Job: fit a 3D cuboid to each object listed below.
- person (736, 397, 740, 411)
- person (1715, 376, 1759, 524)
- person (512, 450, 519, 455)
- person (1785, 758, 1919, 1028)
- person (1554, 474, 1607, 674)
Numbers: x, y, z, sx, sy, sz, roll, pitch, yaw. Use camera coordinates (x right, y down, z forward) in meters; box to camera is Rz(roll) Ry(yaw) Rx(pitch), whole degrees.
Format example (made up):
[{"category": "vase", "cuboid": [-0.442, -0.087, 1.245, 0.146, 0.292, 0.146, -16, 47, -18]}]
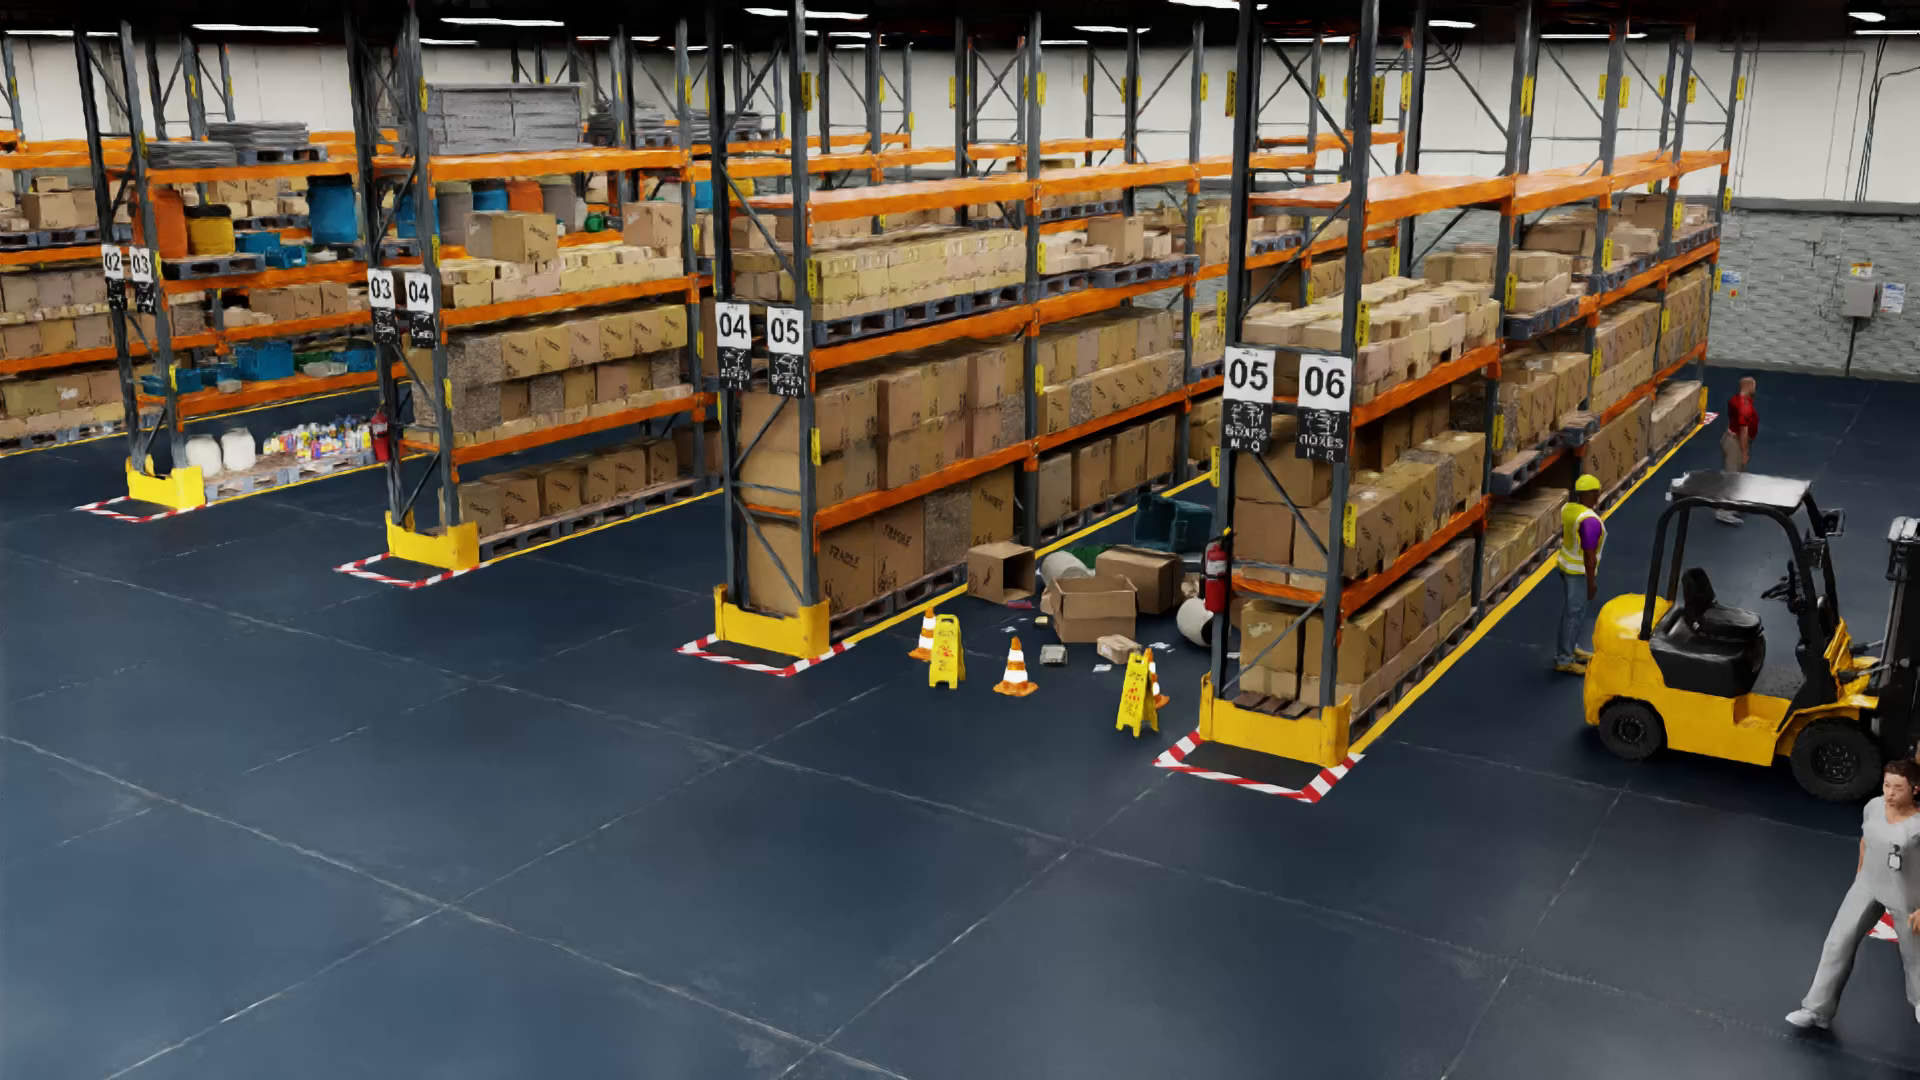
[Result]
[{"category": "person", "cuboid": [-3.559, -2.871, 26.501, 0.361, 1.727, 0.538, 1, 16, 5]}, {"category": "person", "cuboid": [9.360, -1.105, 19.913, 0.476, 1.738, 0.625, 3, 16, 10]}, {"category": "person", "cuboid": [-6.425, -2.012, 23.556, 0.566, 1.530, 0.767, 3, 16, 12]}, {"category": "person", "cuboid": [5.115, 1.954, 9.169, 0.948, 1.619, 0.485, -10, 18, -32]}, {"category": "person", "cuboid": [5.581, 0.275, 14.873, 0.452, 1.768, 0.632, 0, 16, 1]}]
